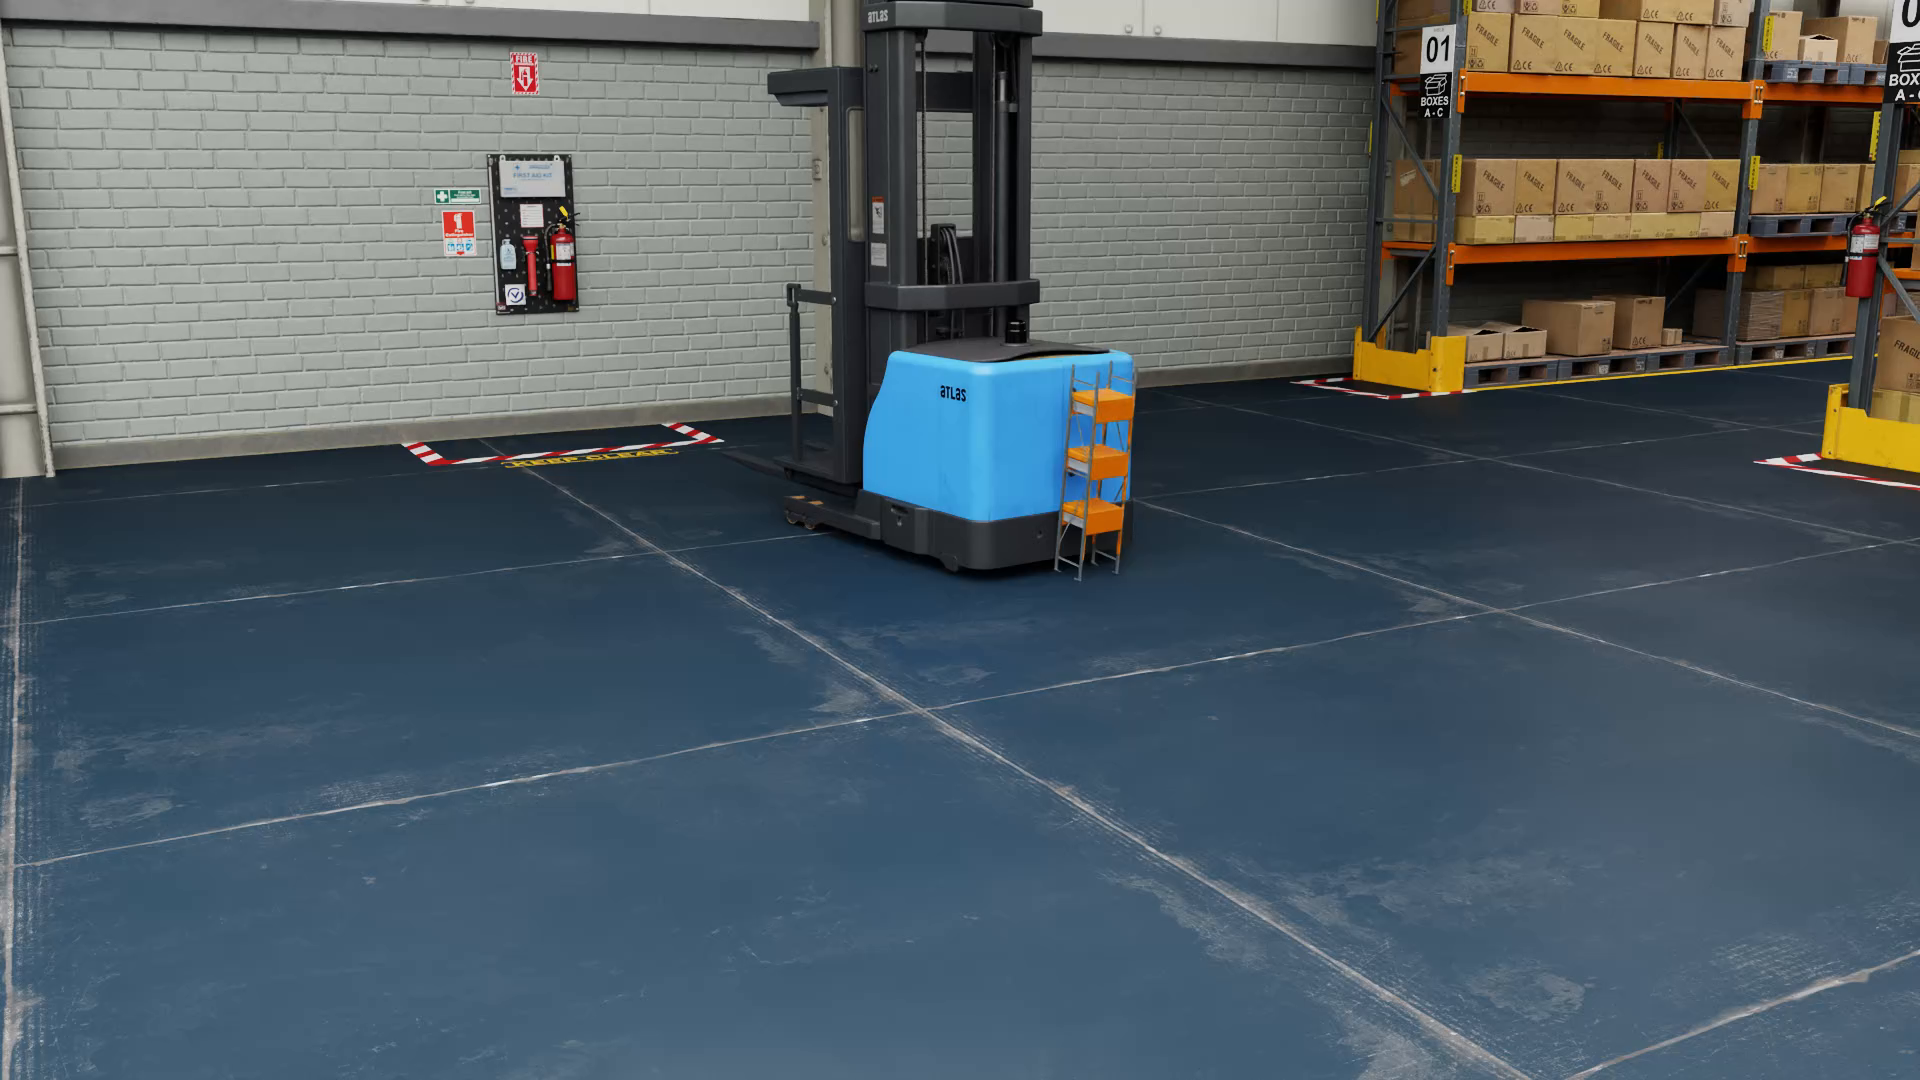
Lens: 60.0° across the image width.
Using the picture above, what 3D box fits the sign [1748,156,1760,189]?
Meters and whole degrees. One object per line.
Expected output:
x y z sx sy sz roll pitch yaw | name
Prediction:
7.895 -3.653 16.540 0.005 0.325 0.100 -7 14 -28 | sign

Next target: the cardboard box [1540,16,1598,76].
5.472 -4.528 15.292 0.500 0.500 0.500 -6 14 -25 | cardboard box

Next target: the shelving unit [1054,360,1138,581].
0.666 -0.339 8.180 0.252 1.050 0.215 -9 22 -36 | shelving unit

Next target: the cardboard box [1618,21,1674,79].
6.385 -4.640 15.788 0.500 0.500 0.500 -7 15 -30 | cardboard box

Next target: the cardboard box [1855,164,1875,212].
9.648 -3.832 18.077 0.500 0.500 0.700 -7 14 -28 | cardboard box

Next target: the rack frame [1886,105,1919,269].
11.139 -3.756 18.966 0.127 3.000 1.000 -7 14 -28 | rack frame

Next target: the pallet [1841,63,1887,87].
9.130 -4.861 17.472 1.003 0.211 1.213 -7 14 -28 | pallet

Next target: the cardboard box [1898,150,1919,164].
10.575 -4.257 18.485 0.250 0.149 0.380 -10 16 -37 | cardboard box

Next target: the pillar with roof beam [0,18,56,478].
-4.153 -3.989 6.339 0.400 9.000 9.100 -7 14 -28 | pillar with roof beam

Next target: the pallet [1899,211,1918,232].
10.564 -3.567 18.562 1.003 0.211 1.213 -7 14 -28 | pallet

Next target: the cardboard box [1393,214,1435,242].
4.434 -2.937 15.625 0.500 0.250 0.500 -7 14 -27 | cardboard box

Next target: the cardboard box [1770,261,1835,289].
9.106 -2.879 18.053 0.500 0.250 0.500 -7 15 -29 | cardboard box

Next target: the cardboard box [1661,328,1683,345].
7.173 -2.105 17.083 0.250 0.166 0.380 -9 16 -35 | cardboard box

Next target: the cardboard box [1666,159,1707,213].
6.926 -3.474 16.304 0.500 0.500 0.500 -7 14 -28 | cardboard box

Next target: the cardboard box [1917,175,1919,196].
6.738 -2.402 11.245 0.250 0.149 0.380 -7 15 -29 | cardboard box

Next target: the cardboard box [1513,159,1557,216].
5.118 -3.259 15.346 0.500 0.500 0.500 -7 14 -28 | cardboard box

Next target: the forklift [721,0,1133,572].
-0.366 -1.542 9.285 1.130 2.935 3.031 -9 15 -35 | forklift

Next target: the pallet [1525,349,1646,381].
5.983 -1.768 16.483 1.213 0.211 1.003 -7 14 -28 | pallet

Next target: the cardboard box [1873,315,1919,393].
6.822 -1.303 11.665 0.500 0.500 0.500 -7 14 -28 | cardboard box

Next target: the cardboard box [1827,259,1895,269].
10.001 -2.983 18.515 0.500 0.250 0.500 -7 14 -27 | cardboard box

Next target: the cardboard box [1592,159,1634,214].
6.022 -3.369 15.834 0.500 0.500 0.500 -6 14 -26 | cardboard box

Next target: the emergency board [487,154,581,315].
-3.137 -2.271 12.367 0.643 1.169 0.194 -7 14 -28 | emergency board

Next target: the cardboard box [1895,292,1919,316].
10.532 -2.665 18.810 0.500 0.500 0.700 -7 14 -27 | cardboard box

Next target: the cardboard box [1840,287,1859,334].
9.601 -2.576 18.413 0.500 0.500 0.700 -7 14 -28 | cardboard box

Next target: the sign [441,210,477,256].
-3.672 -2.250 12.192 0.234 0.329 0.001 -7 14 -28 | sign

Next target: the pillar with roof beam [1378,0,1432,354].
6.380 -5.252 11.949 0.400 9.000 9.100 -7 14 -28 | pillar with roof beam

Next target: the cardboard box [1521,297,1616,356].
5.936 -2.092 16.265 0.500 0.500 0.700 -8 15 -31 | cardboard box

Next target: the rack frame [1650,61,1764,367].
7.628 -3.335 17.096 0.127 3.000 1.000 -7 14 -28 | rack frame

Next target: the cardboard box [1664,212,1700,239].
6.916 -3.112 16.403 0.500 0.250 0.500 -7 14 -28 | cardboard box

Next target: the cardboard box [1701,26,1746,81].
7.301 -4.756 16.304 0.500 0.500 0.500 -6 14 -26 | cardboard box

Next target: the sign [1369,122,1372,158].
3.868 -3.742 15.549 0.005 0.325 0.100 -7 14 -28 | sign

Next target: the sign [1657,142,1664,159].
7.359 -4.006 17.442 0.005 0.325 0.100 -7 14 -28 | sign

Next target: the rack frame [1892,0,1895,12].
6.494 -4.887 10.327 0.127 3.000 1.000 -7 14 -28 | rack frame

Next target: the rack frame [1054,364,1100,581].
0.568 -0.323 8.109 0.008 1.050 0.200 -9 22 -36 | rack frame

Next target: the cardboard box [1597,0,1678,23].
6.389 -5.123 15.659 0.500 0.500 0.500 -7 15 -30 | cardboard box

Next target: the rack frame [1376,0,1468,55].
4.117 -5.841 14.567 0.127 3.000 1.000 -7 14 -28 | rack frame

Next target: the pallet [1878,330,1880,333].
10.452 -2.313 18.908 1.213 0.211 1.003 -7 14 -28 | pallet

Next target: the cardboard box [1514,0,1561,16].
5.036 -4.961 14.937 0.500 0.500 0.500 -7 14 -29 | cardboard box

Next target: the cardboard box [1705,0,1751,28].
7.318 -5.240 16.177 0.500 0.500 0.500 -8 15 -33 | cardboard box

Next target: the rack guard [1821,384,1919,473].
6.473 -0.738 11.249 0.348 0.500 1.175 -7 14 -28 | rack guard

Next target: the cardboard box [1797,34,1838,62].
8.687 -5.067 17.205 0.500 0.311 0.500 -6 14 -26 | cardboard box

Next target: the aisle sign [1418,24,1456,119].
4.197 -4.117 14.650 0.004 0.787 0.394 -7 14 -28 | aisle sign

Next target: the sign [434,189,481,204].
-3.663 -2.507 12.129 0.331 0.109 0.001 -7 14 -28 | sign

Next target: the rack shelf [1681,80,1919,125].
9.383 -4.658 17.780 4.000 0.370 1.077 -7 14 -28 | rack shelf

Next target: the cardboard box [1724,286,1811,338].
8.695 -2.475 17.965 0.500 0.500 0.700 -7 15 -29 | cardboard box

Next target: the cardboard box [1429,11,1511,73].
4.530 -4.423 14.826 0.500 0.500 0.500 -6 14 -26 | cardboard box

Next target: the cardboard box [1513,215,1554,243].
5.146 -2.898 15.451 0.500 0.250 0.500 -7 15 -30 | cardboard box

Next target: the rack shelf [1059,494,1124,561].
0.648 -0.065 8.268 0.240 0.259 0.215 -9 22 -36 | rack shelf

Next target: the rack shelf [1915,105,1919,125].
12.894 -5.079 19.650 4.000 0.370 1.077 -7 14 -28 | rack shelf

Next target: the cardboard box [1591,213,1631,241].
6.041 -3.003 15.919 0.500 0.250 0.500 -7 14 -27 | cardboard box

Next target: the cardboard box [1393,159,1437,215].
4.429 -3.307 15.560 0.500 0.500 0.500 -7 14 -28 | cardboard box

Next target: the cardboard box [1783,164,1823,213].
8.585 -3.703 17.500 0.500 0.500 0.700 -5 14 -22 | cardboard box

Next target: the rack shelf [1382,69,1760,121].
5.872 -4.237 15.910 4.000 0.370 1.077 -7 14 -28 | rack shelf

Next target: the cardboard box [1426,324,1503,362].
4.767 -1.872 15.719 0.500 0.311 0.500 -9 15 -34 | cardboard box

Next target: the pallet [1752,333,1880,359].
9.383 -2.186 18.341 1.213 0.211 1.003 -7 14 -28 | pallet

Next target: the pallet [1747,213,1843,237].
8.368 -3.294 17.349 1.213 0.211 1.003 -7 14 -28 | pallet

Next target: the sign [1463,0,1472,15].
4.377 -4.699 14.336 0.005 0.325 0.100 -7 14 -28 | sign

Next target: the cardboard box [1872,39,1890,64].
9.956 -5.161 18.096 0.637 0.503 0.797 -5 14 -20 | cardboard box
